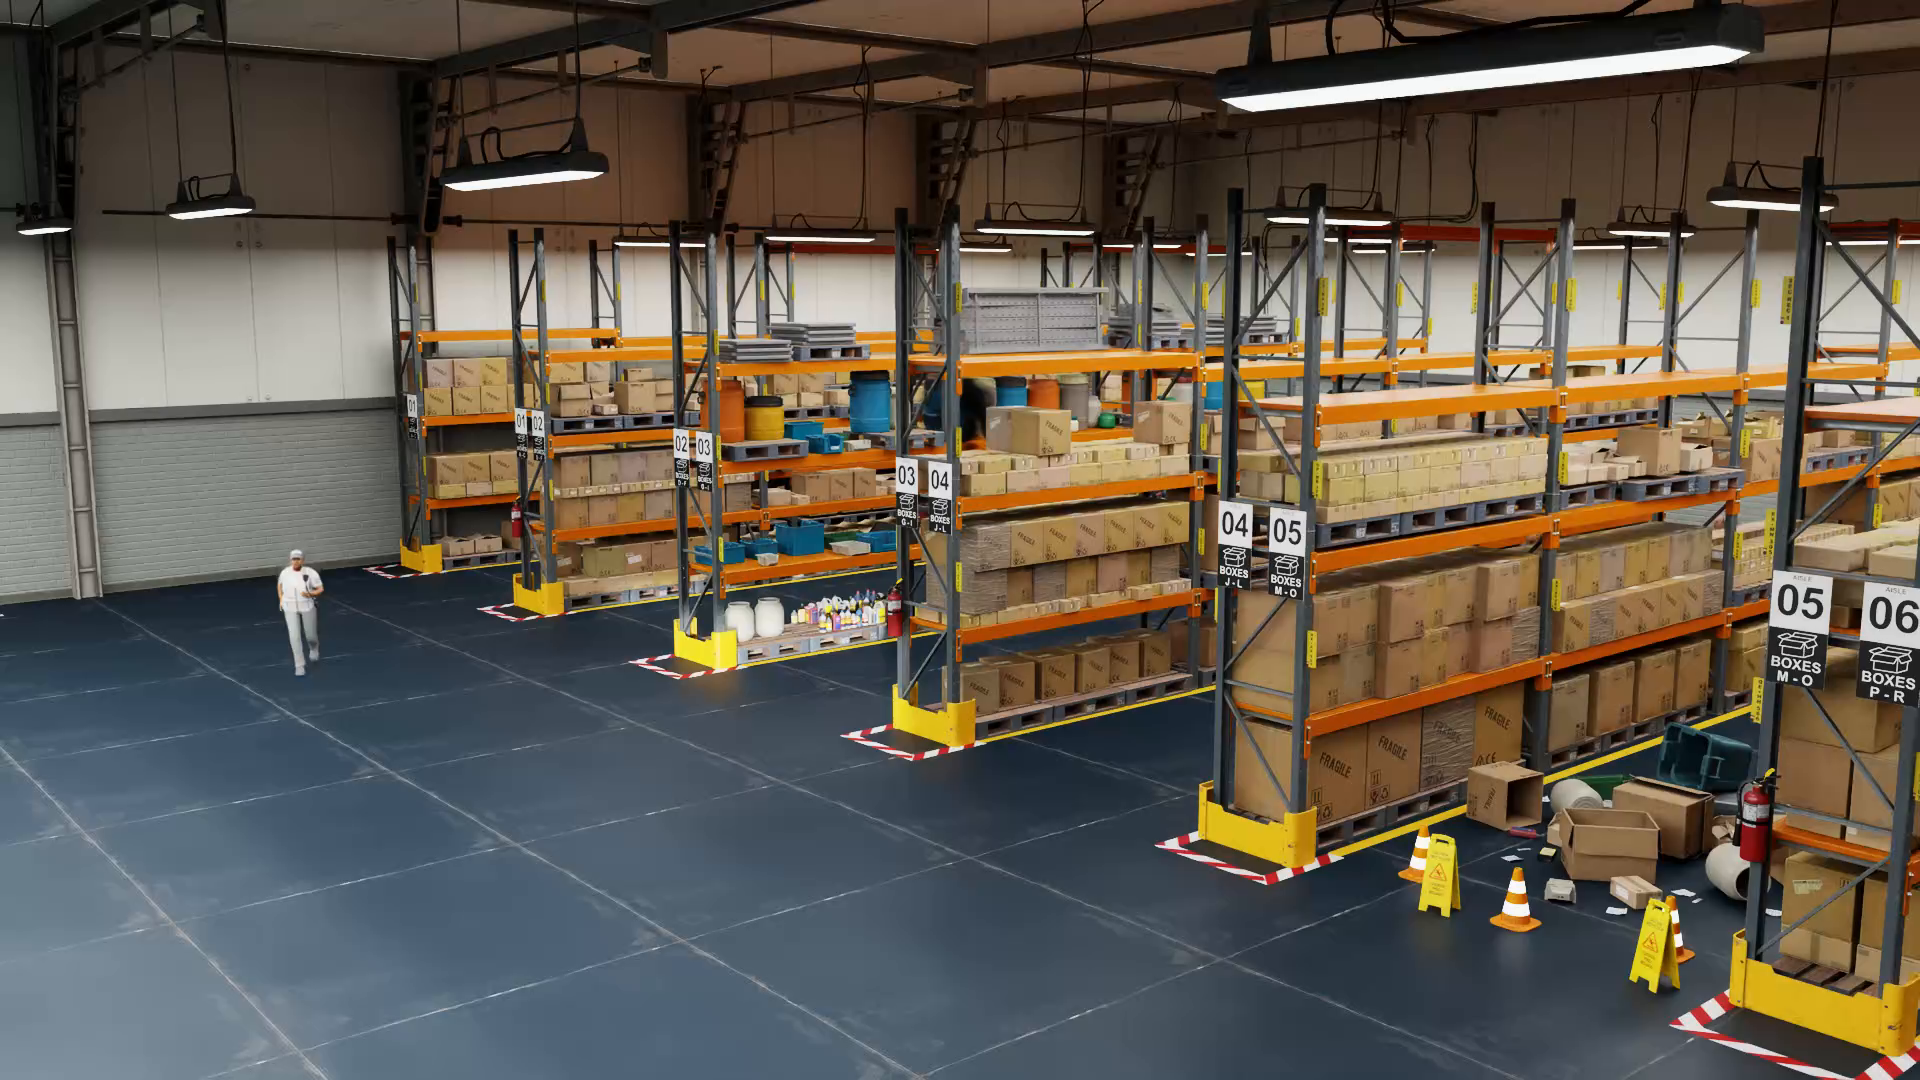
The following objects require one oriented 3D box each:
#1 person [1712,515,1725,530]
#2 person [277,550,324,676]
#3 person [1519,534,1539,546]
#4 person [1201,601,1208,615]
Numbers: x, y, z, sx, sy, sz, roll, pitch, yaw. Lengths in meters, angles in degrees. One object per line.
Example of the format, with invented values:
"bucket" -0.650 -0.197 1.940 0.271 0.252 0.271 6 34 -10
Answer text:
"person" 11.246 0.566 24.600 0.961 1.721 0.729 -5 10 -31
"person" -8.814 0.935 22.246 0.610 1.644 0.837 -2 9 -14
"person" 8.302 0.608 24.286 1.037 1.602 0.613 -7 11 -38
"person" 3.428 0.323 24.175 0.645 1.823 0.769 8 12 43
